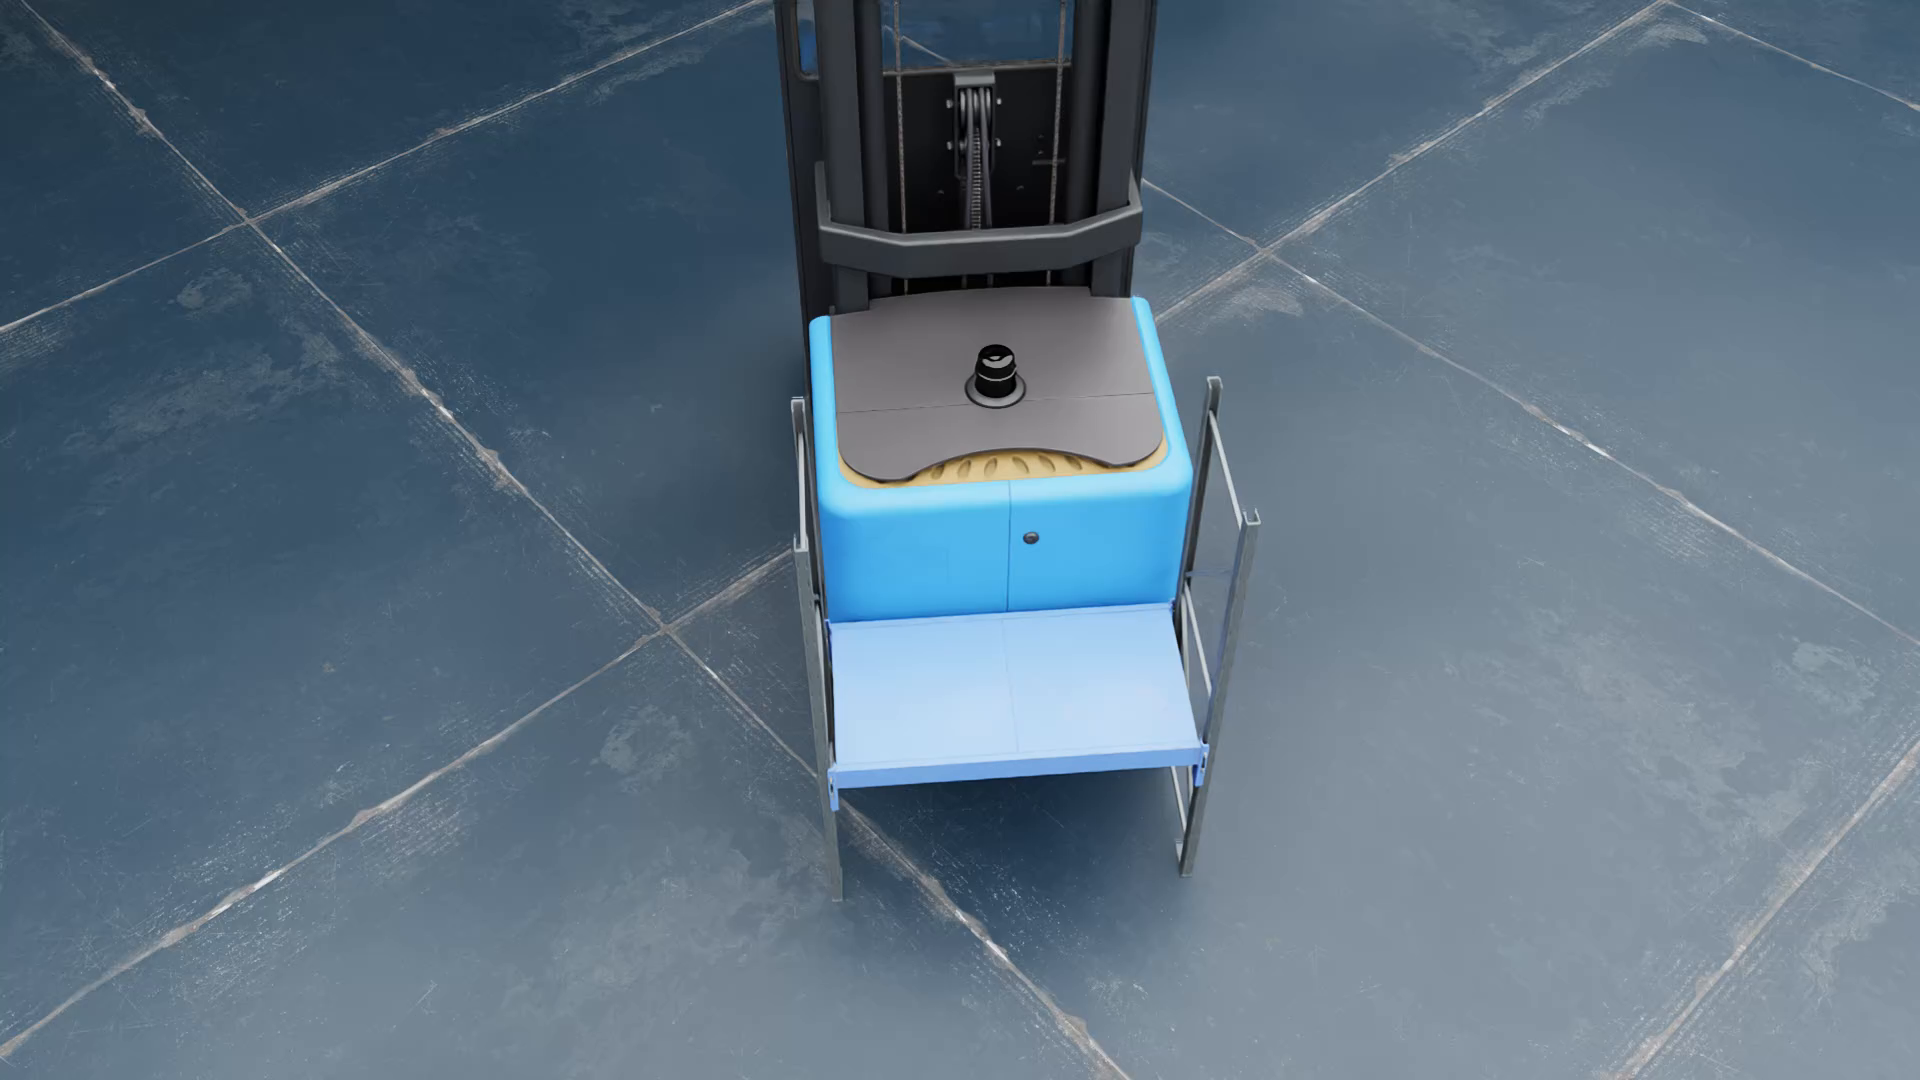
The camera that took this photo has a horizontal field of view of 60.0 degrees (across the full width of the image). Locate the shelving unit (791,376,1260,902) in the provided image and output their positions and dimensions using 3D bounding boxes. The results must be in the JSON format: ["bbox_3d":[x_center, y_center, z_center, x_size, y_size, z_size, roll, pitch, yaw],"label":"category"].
[{"bbox_3d":[0.135,0.321,4.433,1.048,1.500,0.538,-3,47,-3],"label":"shelving unit"}]

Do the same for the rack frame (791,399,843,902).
[{"bbox_3d":[-0.372,0.351,4.406,0.032,1.500,0.500,-3,47,-3],"label":"rack frame"}]

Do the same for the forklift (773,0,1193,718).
[{"bbox_3d":[-0.006,-1.483,5.124,1.130,2.935,3.031,-4,47,-4],"label":"forklift"}]

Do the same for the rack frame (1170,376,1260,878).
[{"bbox_3d":[0.641,0.291,4.461,0.032,1.500,0.500,-3,47,-3],"label":"rack frame"}]

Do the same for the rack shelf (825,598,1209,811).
[{"bbox_3d":[0.135,0.443,4.566,1.000,0.185,0.538,-3,47,-3],"label":"rack shelf"}]
